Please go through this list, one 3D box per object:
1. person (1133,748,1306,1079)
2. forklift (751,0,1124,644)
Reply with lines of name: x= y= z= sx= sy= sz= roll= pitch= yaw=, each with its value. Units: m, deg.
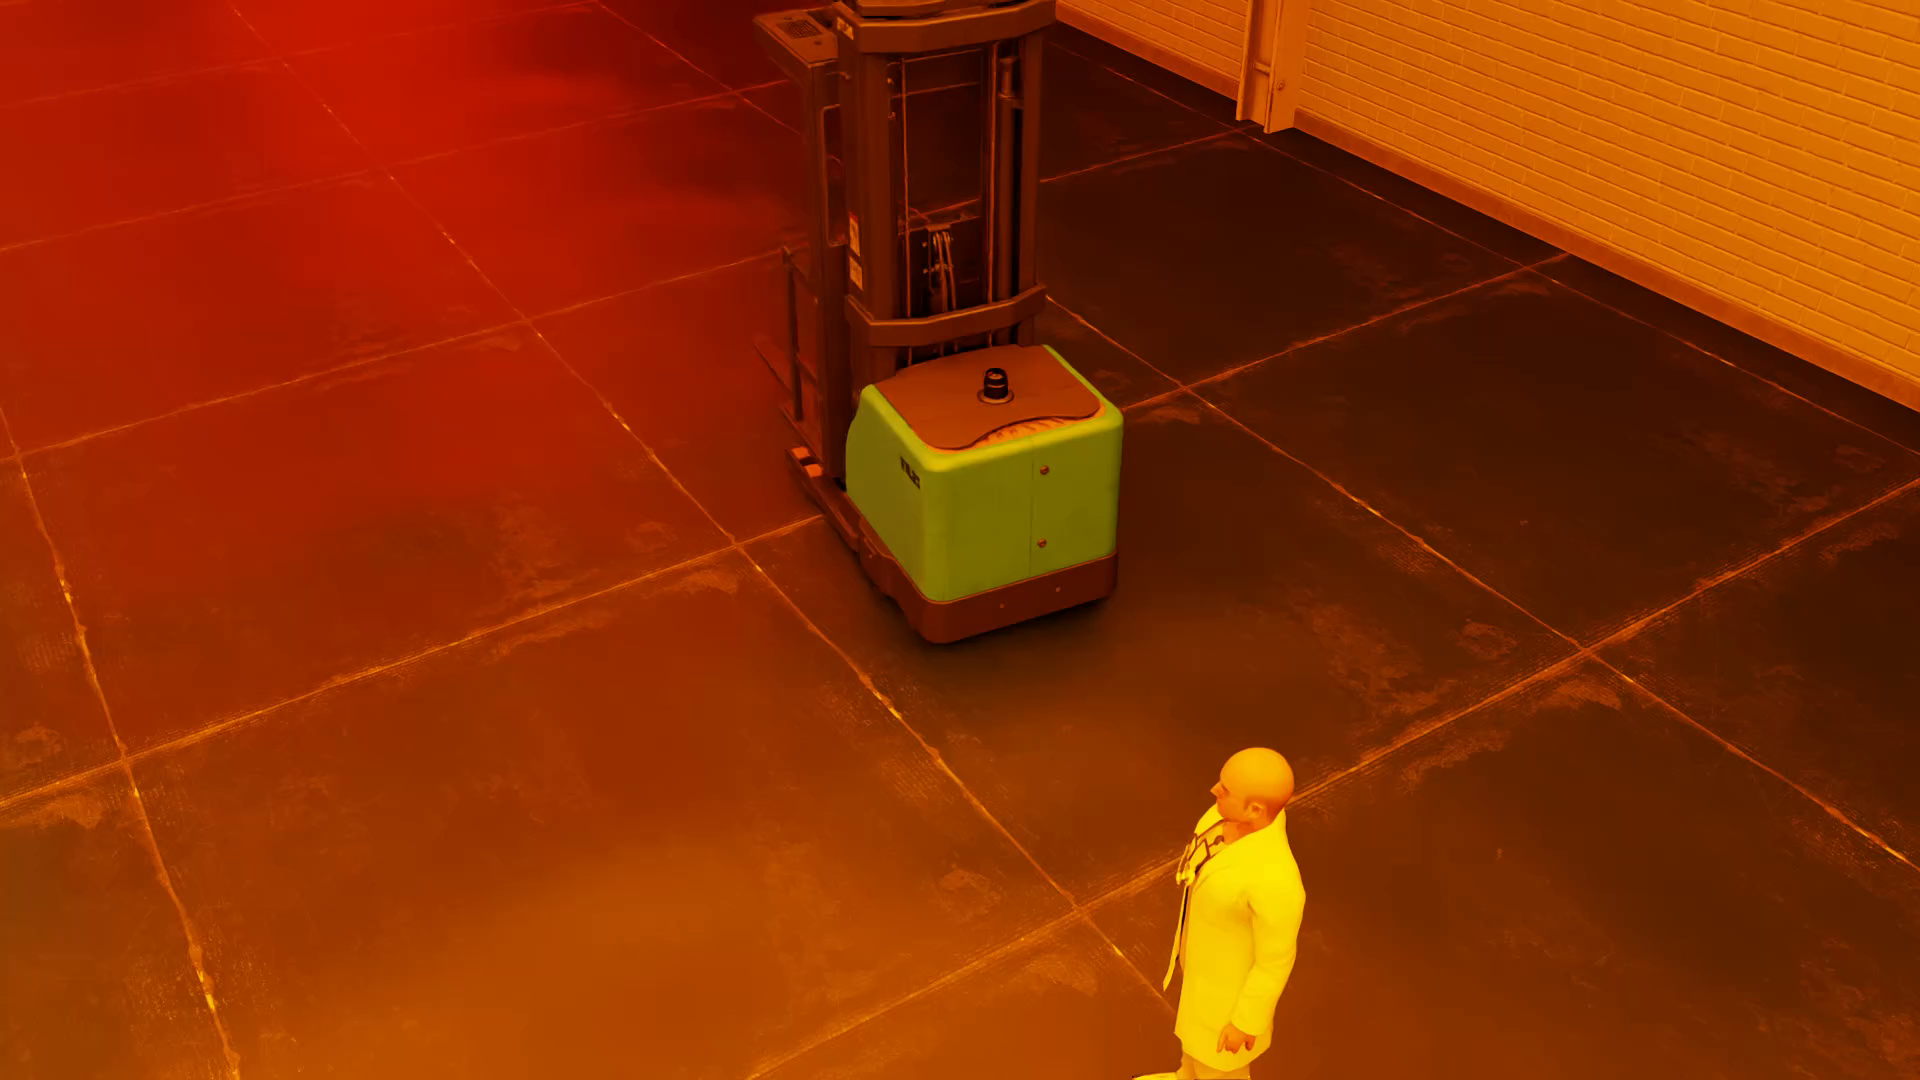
person: x=0.808 y=1.339 z=5.241 sx=0.393 sy=1.783 sz=0.593 roll=-2 pitch=35 yaw=-3
forklift: x=-0.314 y=-1.544 z=8.345 sx=1.130 sy=2.935 sz=3.031 roll=-15 pitch=38 yaw=-21
